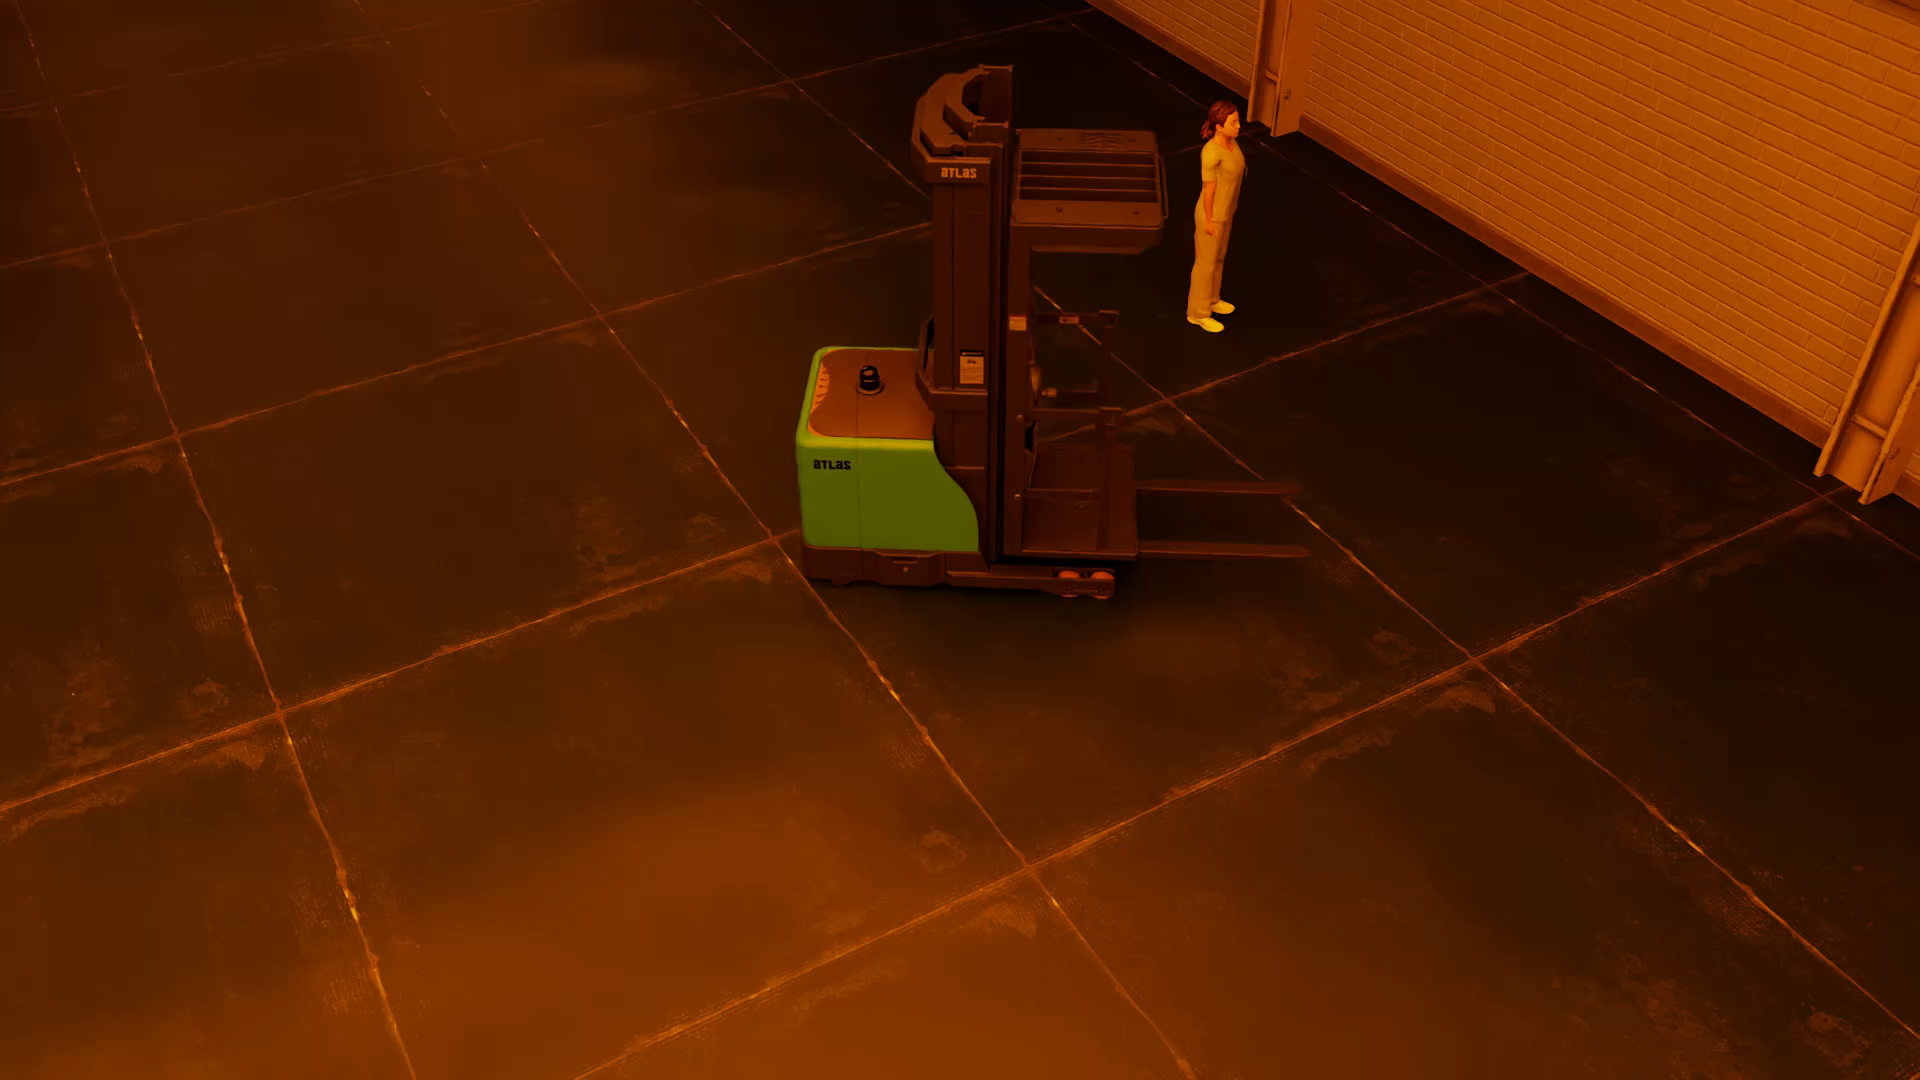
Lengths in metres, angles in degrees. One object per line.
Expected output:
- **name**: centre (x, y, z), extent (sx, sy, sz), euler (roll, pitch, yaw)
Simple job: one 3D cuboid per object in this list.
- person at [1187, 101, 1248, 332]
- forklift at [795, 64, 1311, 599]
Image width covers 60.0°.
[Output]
- **person**: centre (1.831, -2.316, 11.816), extent (0.384, 1.671, 0.437), euler (17, 43, 19)
- **forklift**: centre (0.588, -1.127, 9.395), extent (3.031, 2.935, 1.130), euler (2, 40, 2)
